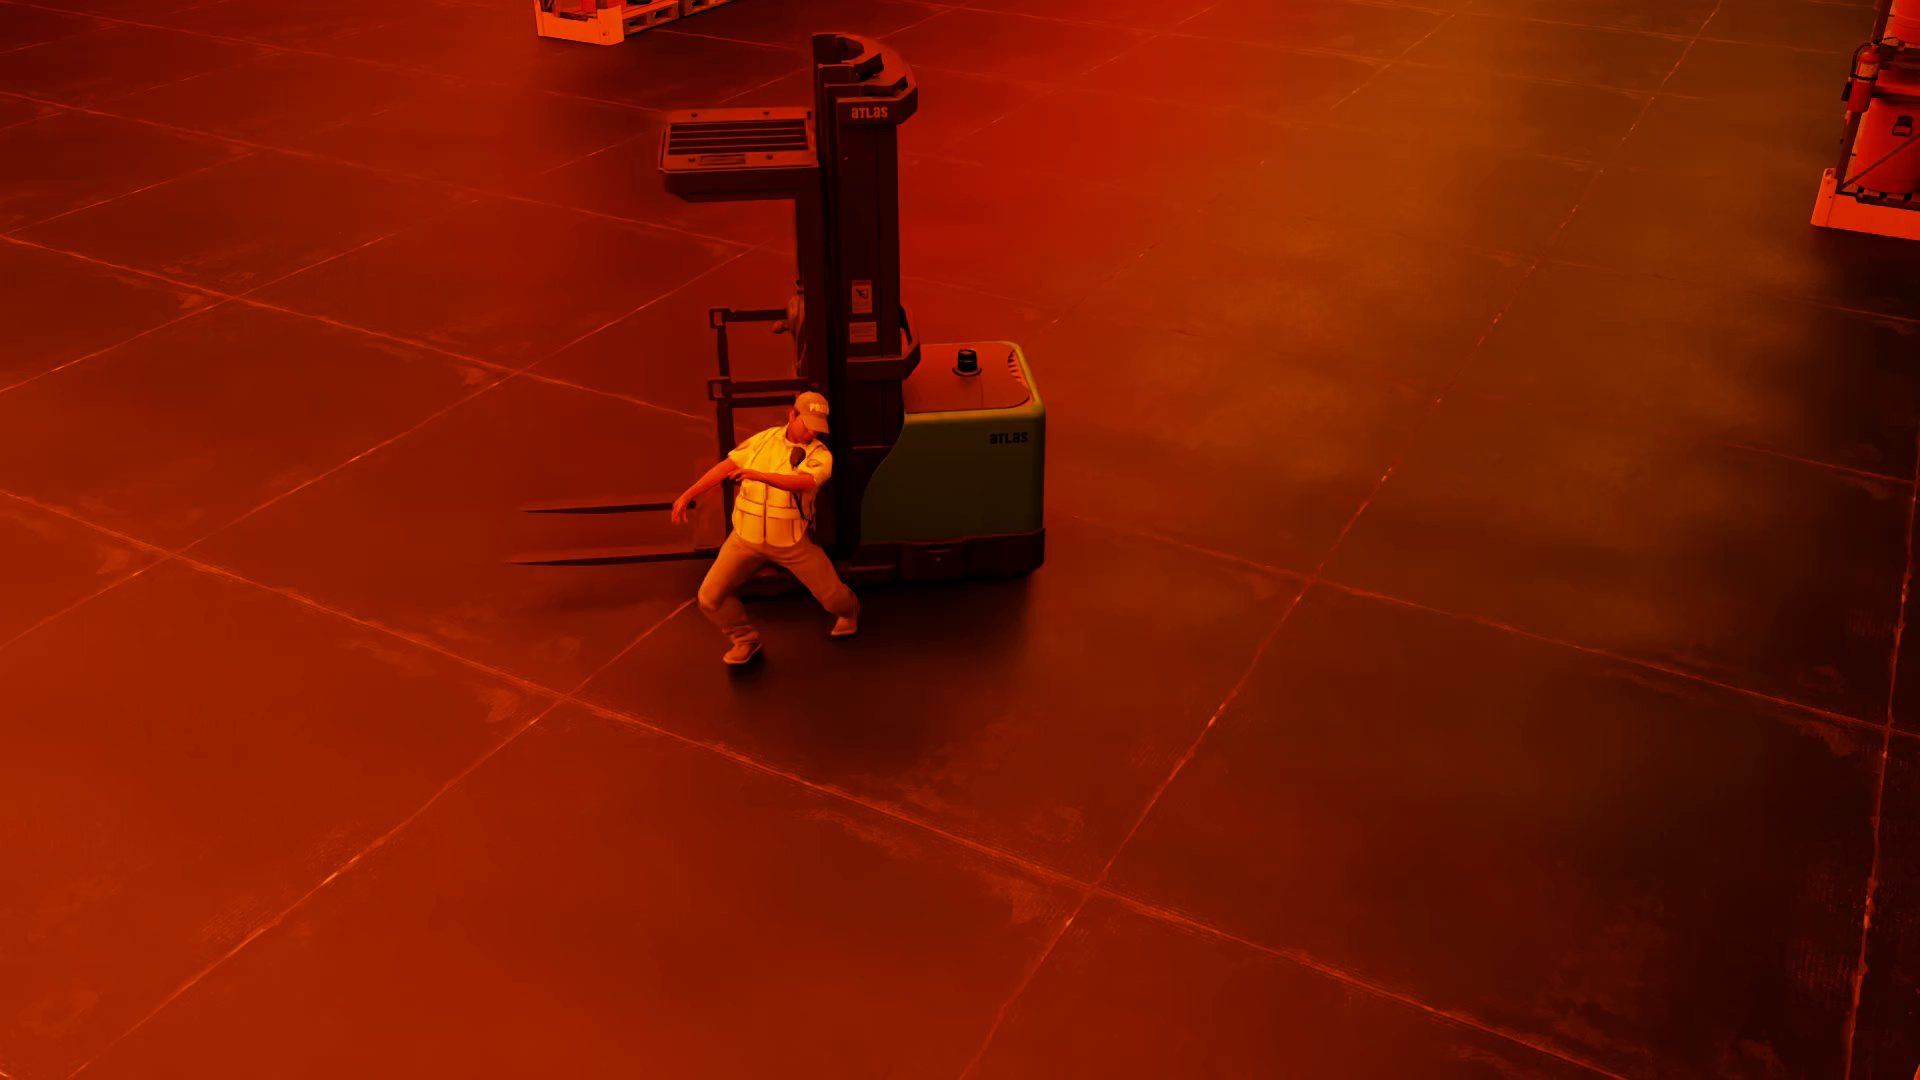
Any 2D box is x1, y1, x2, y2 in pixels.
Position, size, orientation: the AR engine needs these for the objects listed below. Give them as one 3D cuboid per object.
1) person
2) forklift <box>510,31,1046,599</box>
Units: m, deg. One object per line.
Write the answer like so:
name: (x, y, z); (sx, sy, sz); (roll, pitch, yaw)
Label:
person: (-1.019, -0.030, 8.549); (0.901, 1.451, 0.795); (4, 30, 7)
forklift: (-1.067, -1.210, 9.166); (3.031, 2.935, 1.130); (-4, 30, -6)
